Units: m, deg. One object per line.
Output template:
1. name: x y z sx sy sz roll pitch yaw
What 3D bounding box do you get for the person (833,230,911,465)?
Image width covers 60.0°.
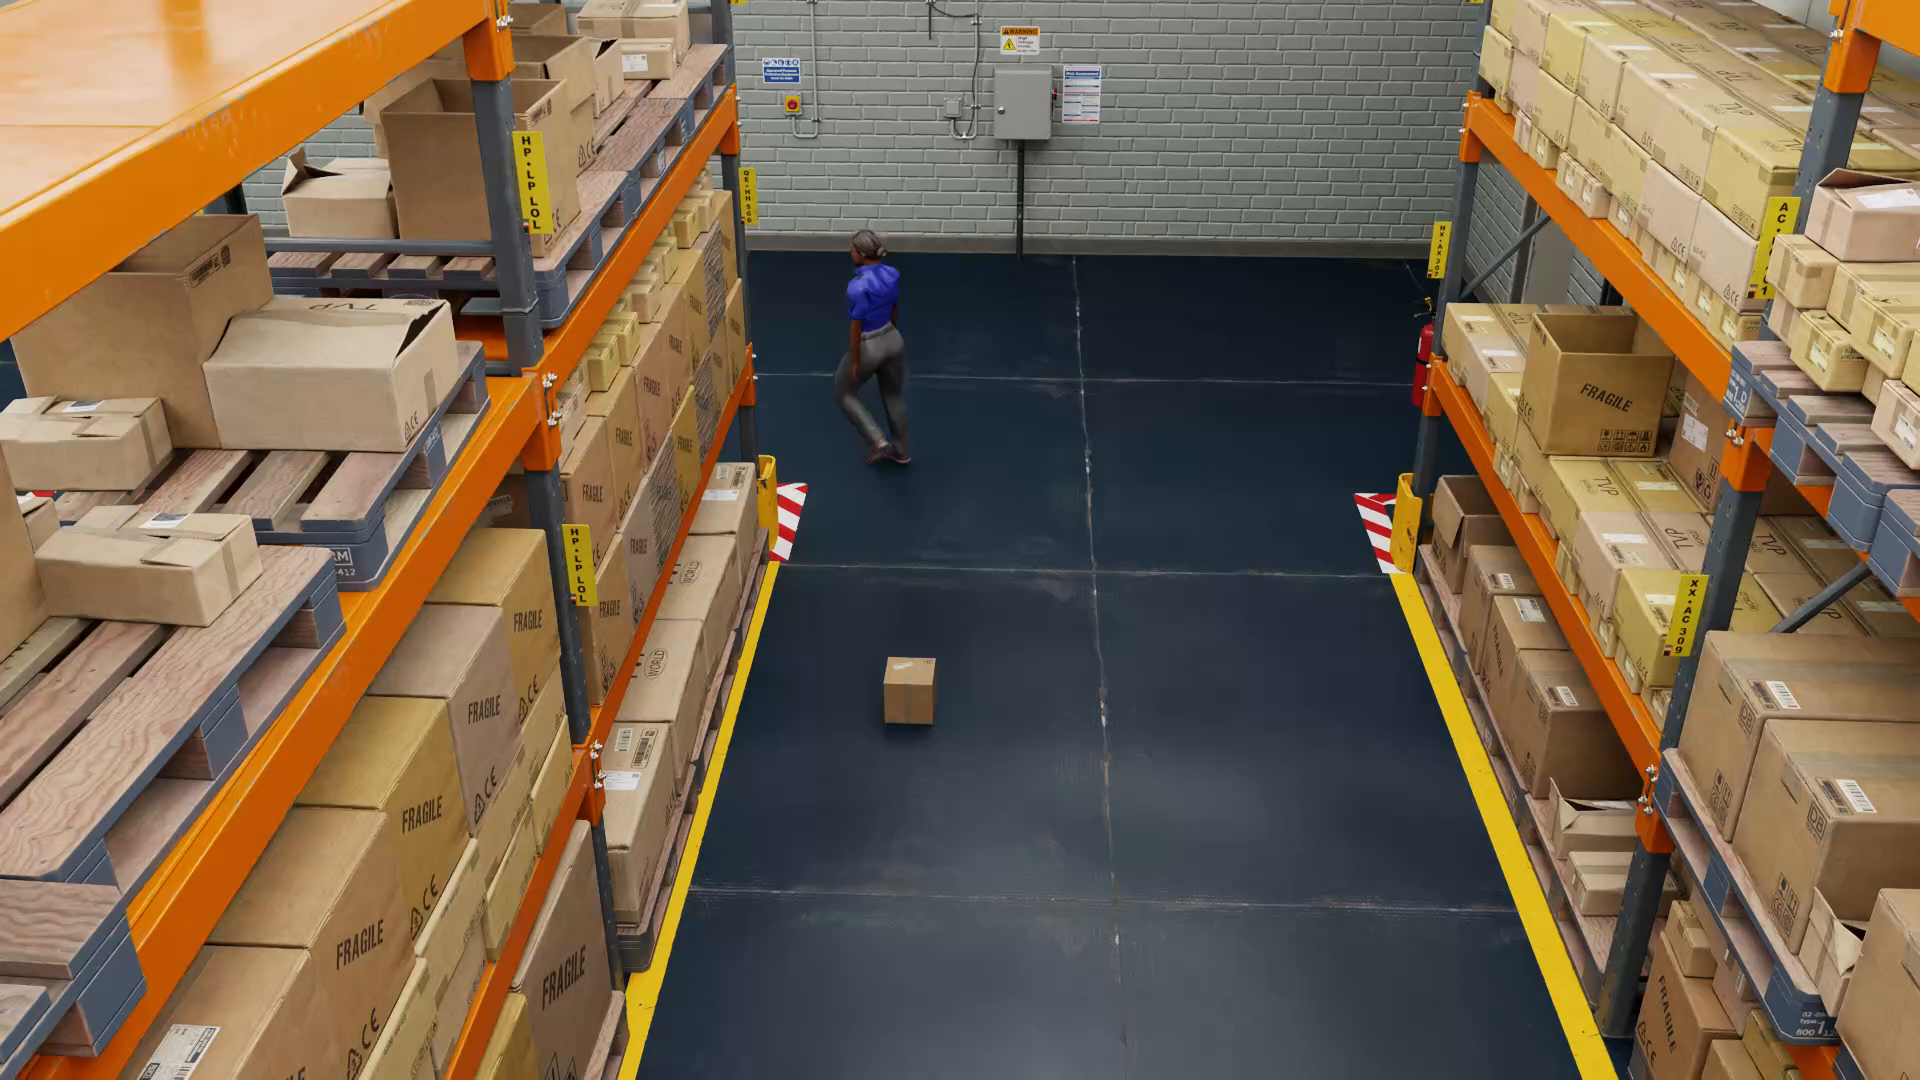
1. person: -0.592 -1.258 10.932 0.441 1.650 0.521 24 36 37
